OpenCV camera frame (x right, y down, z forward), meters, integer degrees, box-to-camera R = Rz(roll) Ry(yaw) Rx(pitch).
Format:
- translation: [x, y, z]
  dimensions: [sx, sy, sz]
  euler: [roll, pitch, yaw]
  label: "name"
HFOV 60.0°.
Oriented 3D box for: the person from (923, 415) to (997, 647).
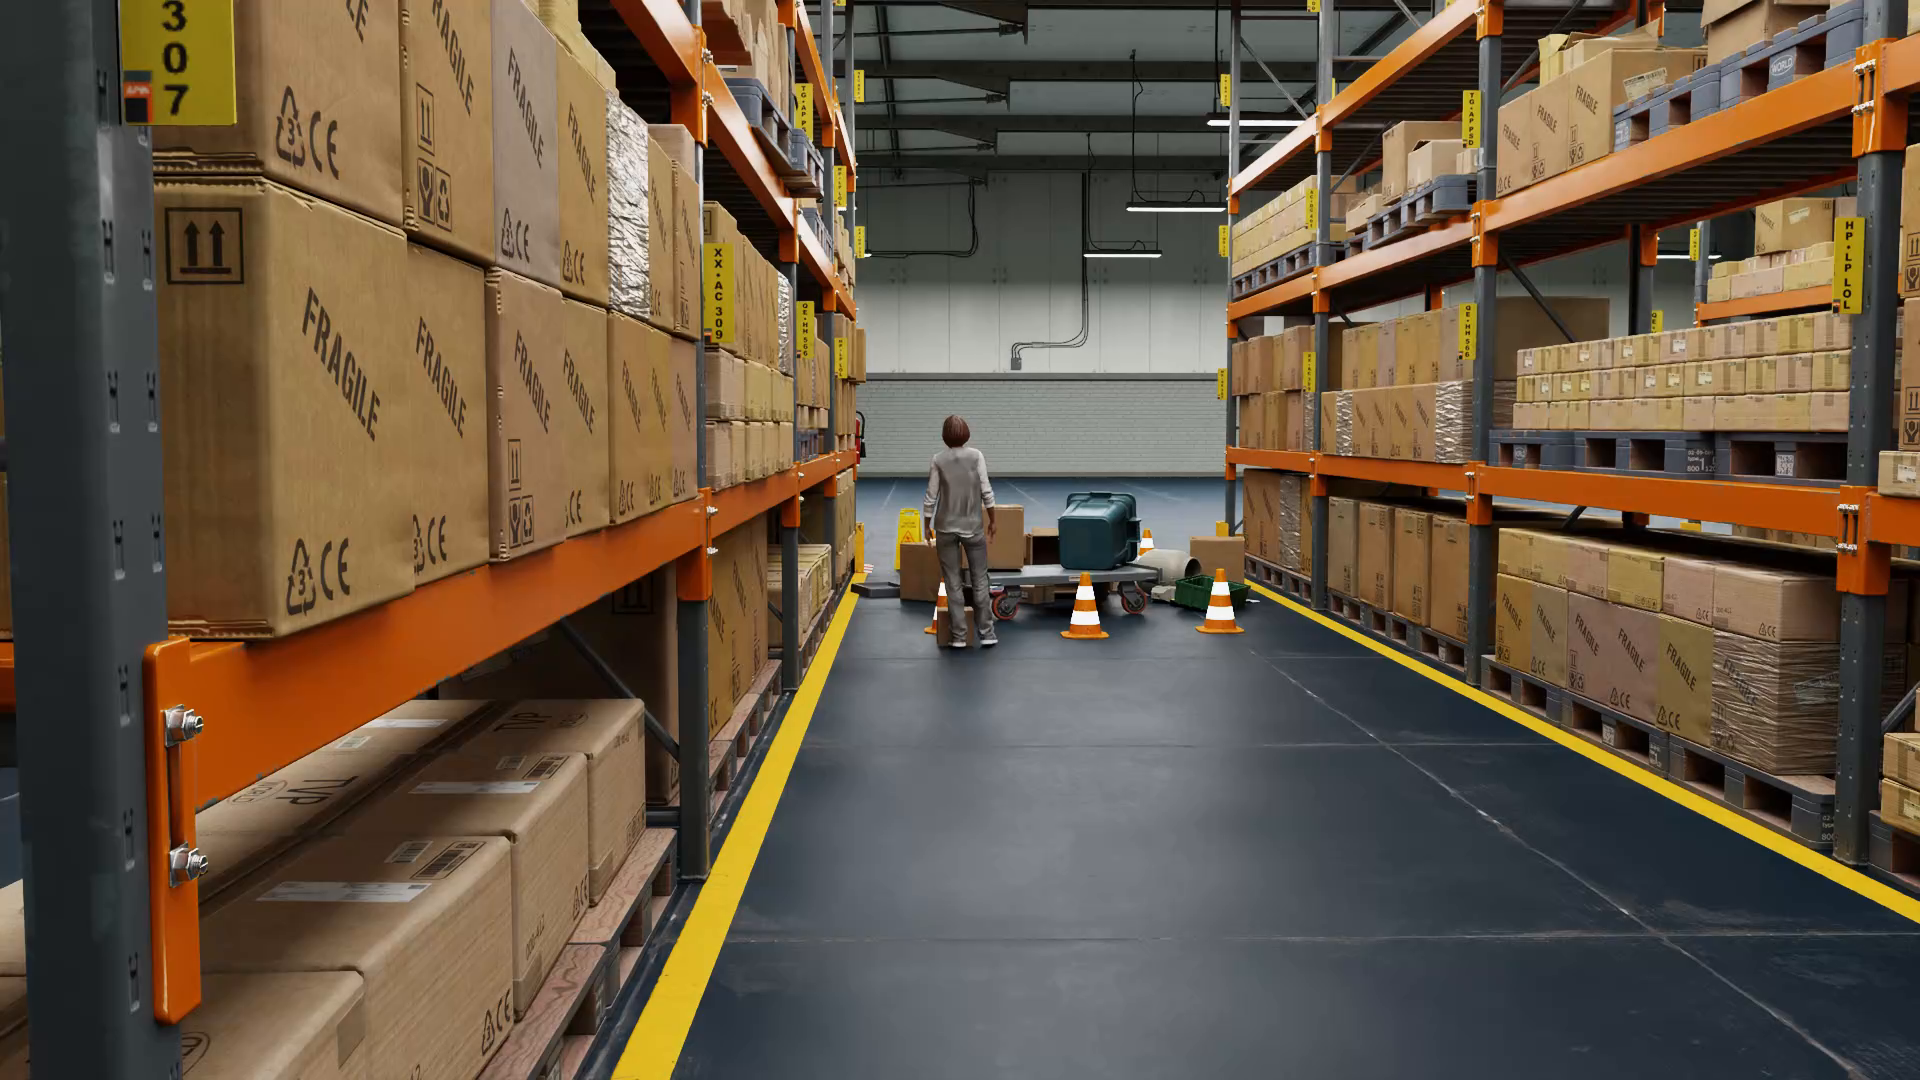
- translation: [0.006, -0.060, 11.455]
  dimensions: [0.519, 1.599, 0.474]
  euler: [0, 4, -1]
  label: "person"
